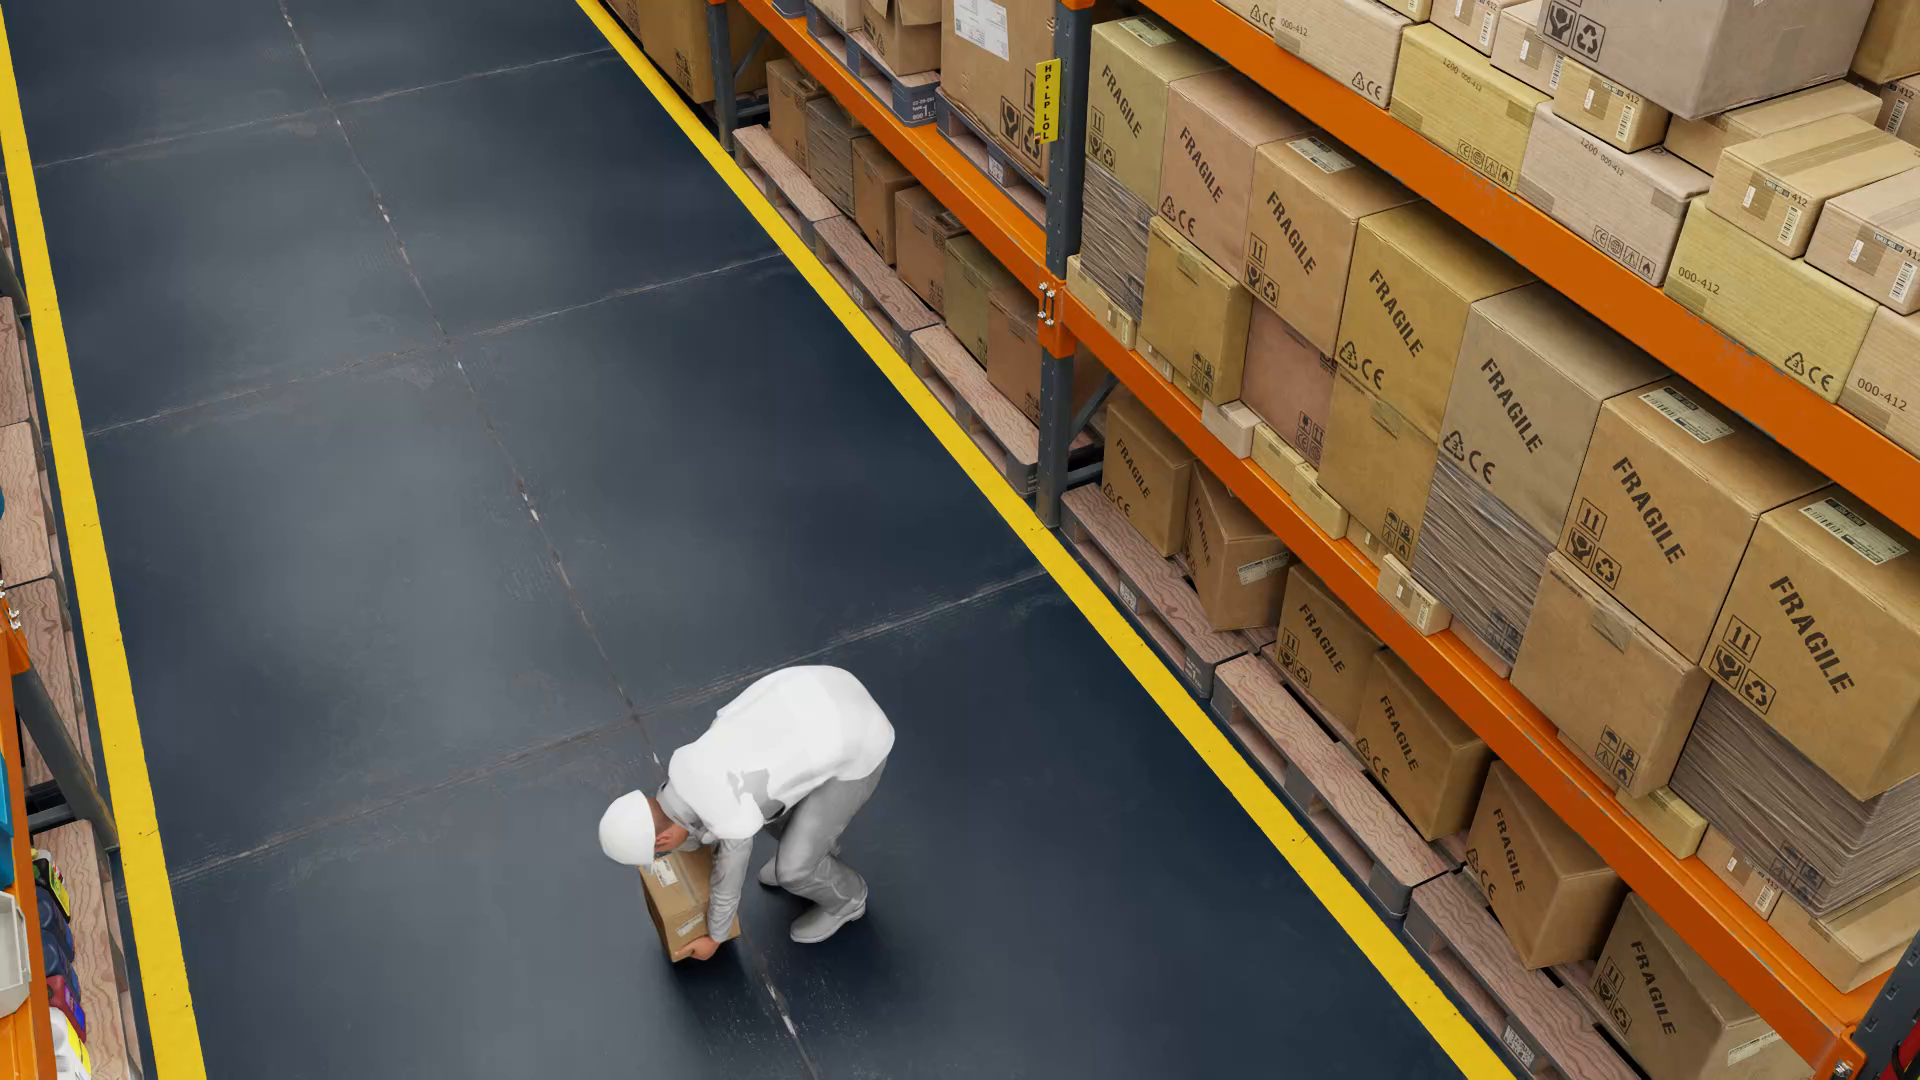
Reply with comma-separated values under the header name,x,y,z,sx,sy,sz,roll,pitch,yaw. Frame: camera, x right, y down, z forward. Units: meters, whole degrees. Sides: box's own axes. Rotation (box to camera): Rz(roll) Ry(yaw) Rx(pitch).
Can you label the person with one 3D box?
name,x,y,z,sx,sy,sz,roll,pitch,yaw
person,-0.704,0.962,5.598,1.003,1.028,0.499,-21,45,-22
